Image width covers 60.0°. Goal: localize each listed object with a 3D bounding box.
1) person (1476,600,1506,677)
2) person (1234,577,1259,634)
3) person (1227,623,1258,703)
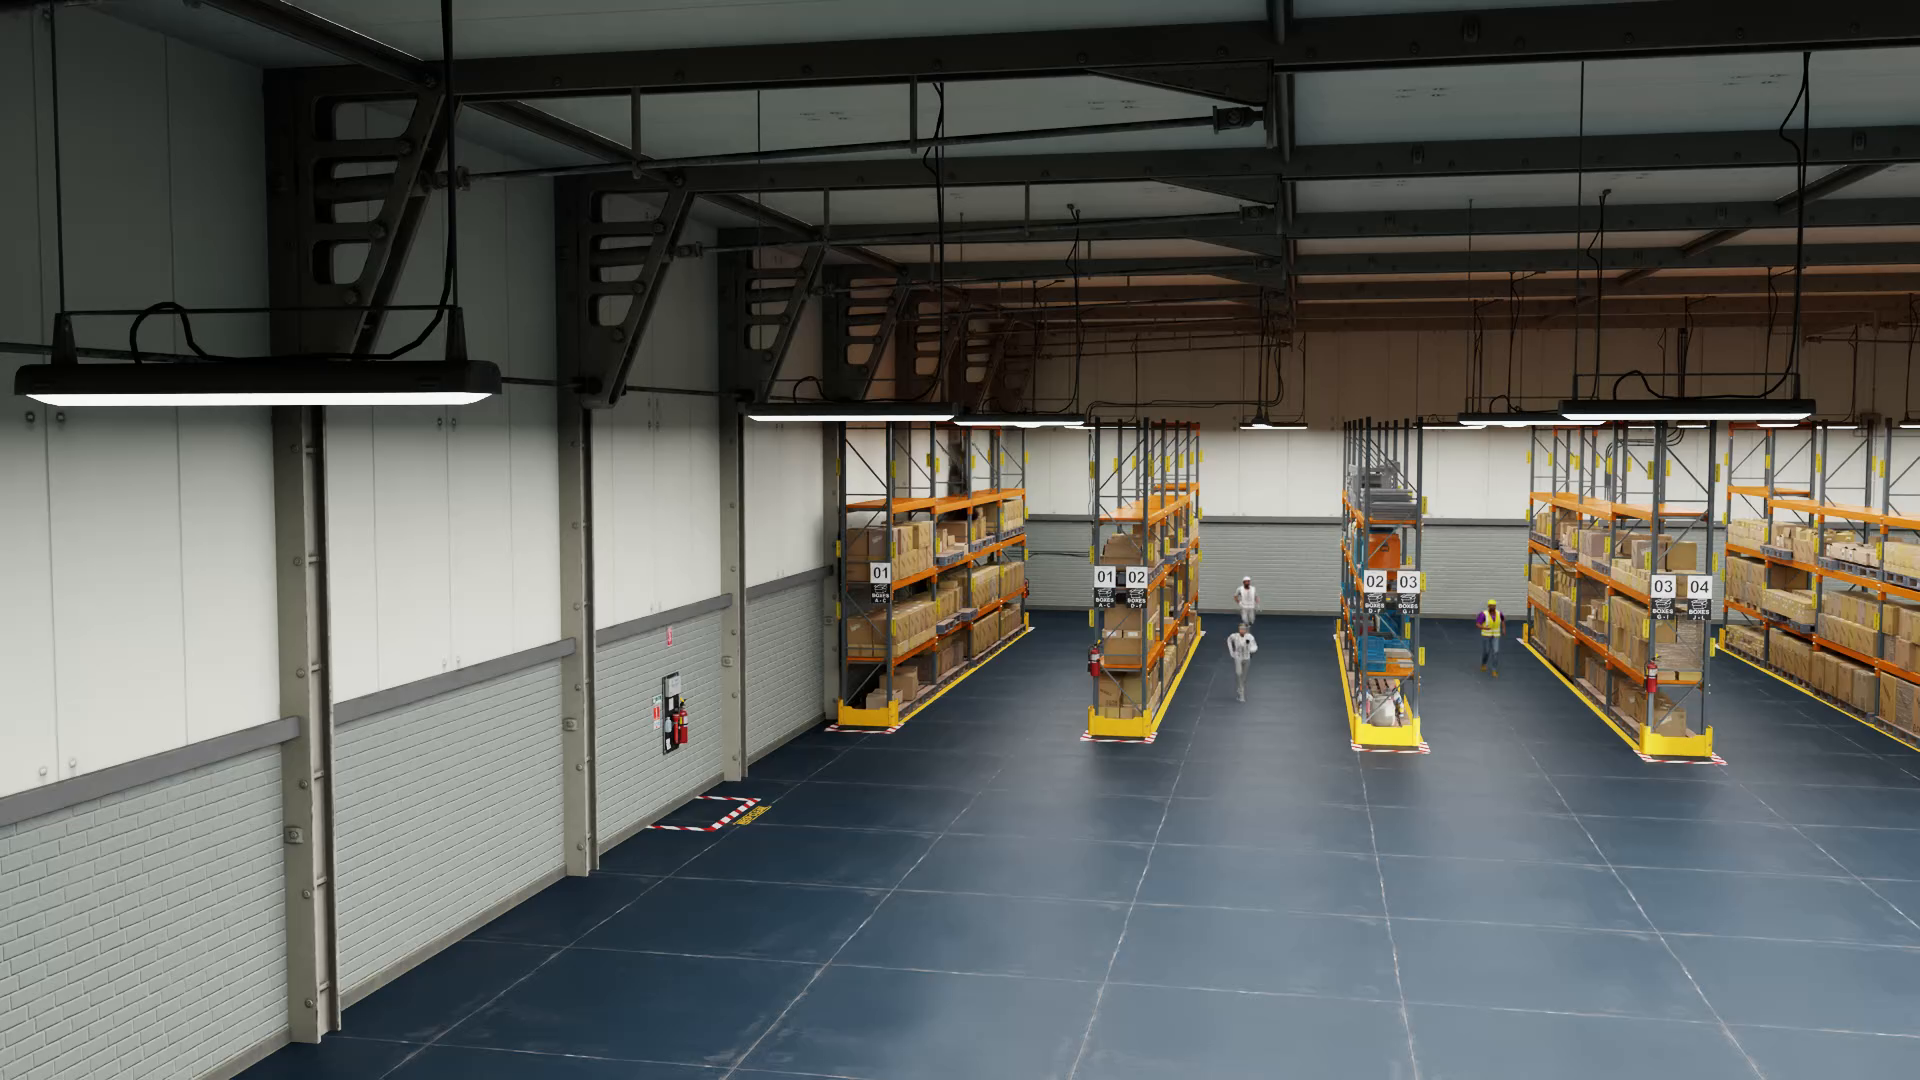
[{"bbox_3d":[12.522,2.298,39.225,0.722,1.808,0.849,0,4,3],"label":"person"},{"bbox_3d":[7.911,1.881,45.972,0.683,1.740,0.616,0,4,-5],"label":"person"},{"bbox_3d":[6.052,2.587,35.681,0.613,1.695,0.994,0,4,2],"label":"person"}]
